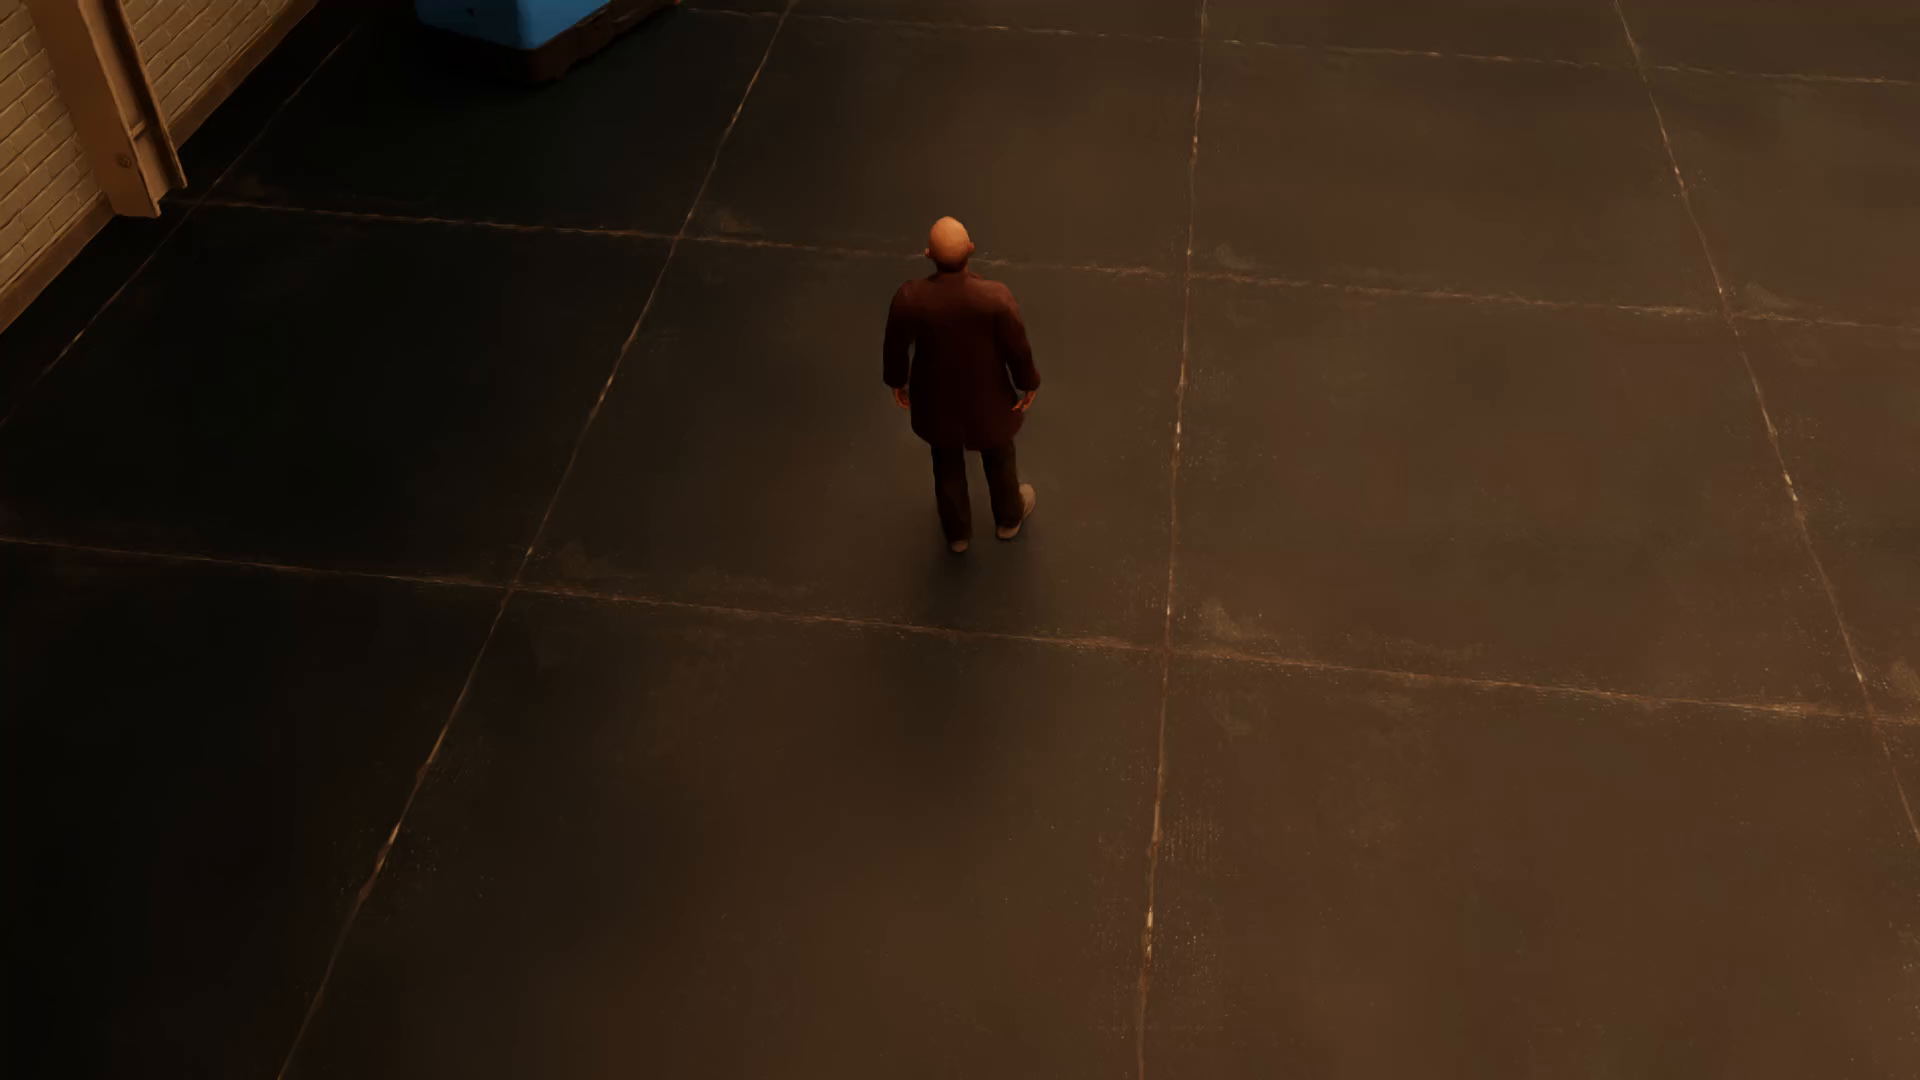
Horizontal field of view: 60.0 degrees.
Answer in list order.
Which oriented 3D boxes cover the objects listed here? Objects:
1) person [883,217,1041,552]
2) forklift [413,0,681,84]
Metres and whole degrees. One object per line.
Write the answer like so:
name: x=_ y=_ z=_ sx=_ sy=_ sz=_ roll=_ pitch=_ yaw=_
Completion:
person: x=0.017 y=-0.720 z=7.351 sx=0.694 sy=1.776 sz=0.580 roll=5 pitch=43 yaw=6
forklift: x=-2.575 y=-5.117 z=11.295 sx=1.130 sy=2.935 sz=3.031 roll=19 pitch=46 yaw=20
